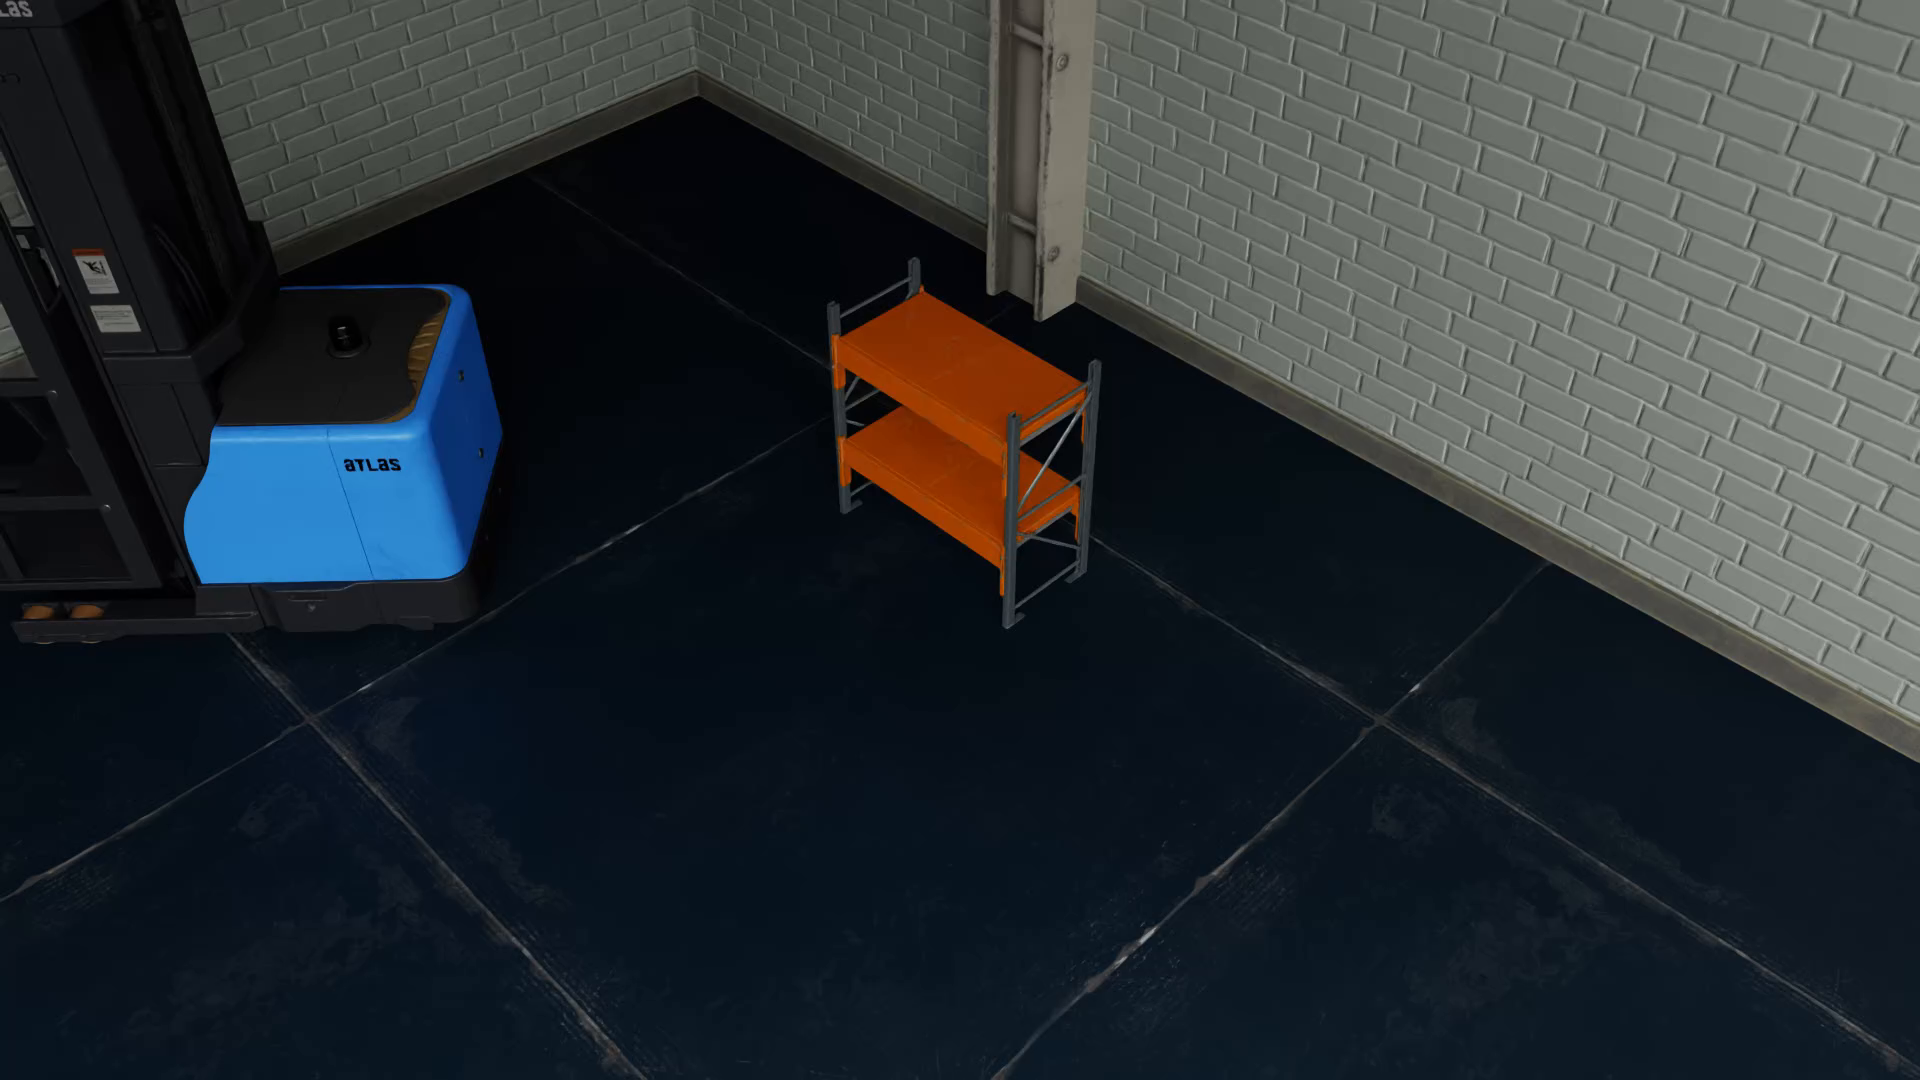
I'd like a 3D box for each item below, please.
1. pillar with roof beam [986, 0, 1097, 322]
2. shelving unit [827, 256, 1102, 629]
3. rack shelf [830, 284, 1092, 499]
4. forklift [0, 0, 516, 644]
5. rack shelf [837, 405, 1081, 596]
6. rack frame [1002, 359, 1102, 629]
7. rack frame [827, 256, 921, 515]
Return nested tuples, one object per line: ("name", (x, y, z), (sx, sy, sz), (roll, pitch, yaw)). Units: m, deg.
("pillar with roof beam", (-2.667, -2.531, 3.476), (9.100, 9.000, 0.400), (-34, 53, -31))
("shelving unit", (0.005, -0.410, 6.982), (0.538, 1.125, 1.048), (-34, 53, -31))
("rack shelf", (0.005, -0.625, 6.783), (0.538, 0.278, 1.000), (-34, 53, -31))
("forklift", (-3.531, -1.010, 6.301), (3.031, 2.935, 1.130), (-1, 43, -1))
("rack shelf", (0.005, -0.230, 7.148), (0.538, 0.278, 1.000), (-34, 53, -31))
("rack frame", (0.364, -0.166, 6.718), (0.500, 1.125, 0.032), (-34, 53, -31))
("rack frame", (-0.354, -0.654, 7.246), (0.500, 1.125, 0.032), (-34, 53, -31))
